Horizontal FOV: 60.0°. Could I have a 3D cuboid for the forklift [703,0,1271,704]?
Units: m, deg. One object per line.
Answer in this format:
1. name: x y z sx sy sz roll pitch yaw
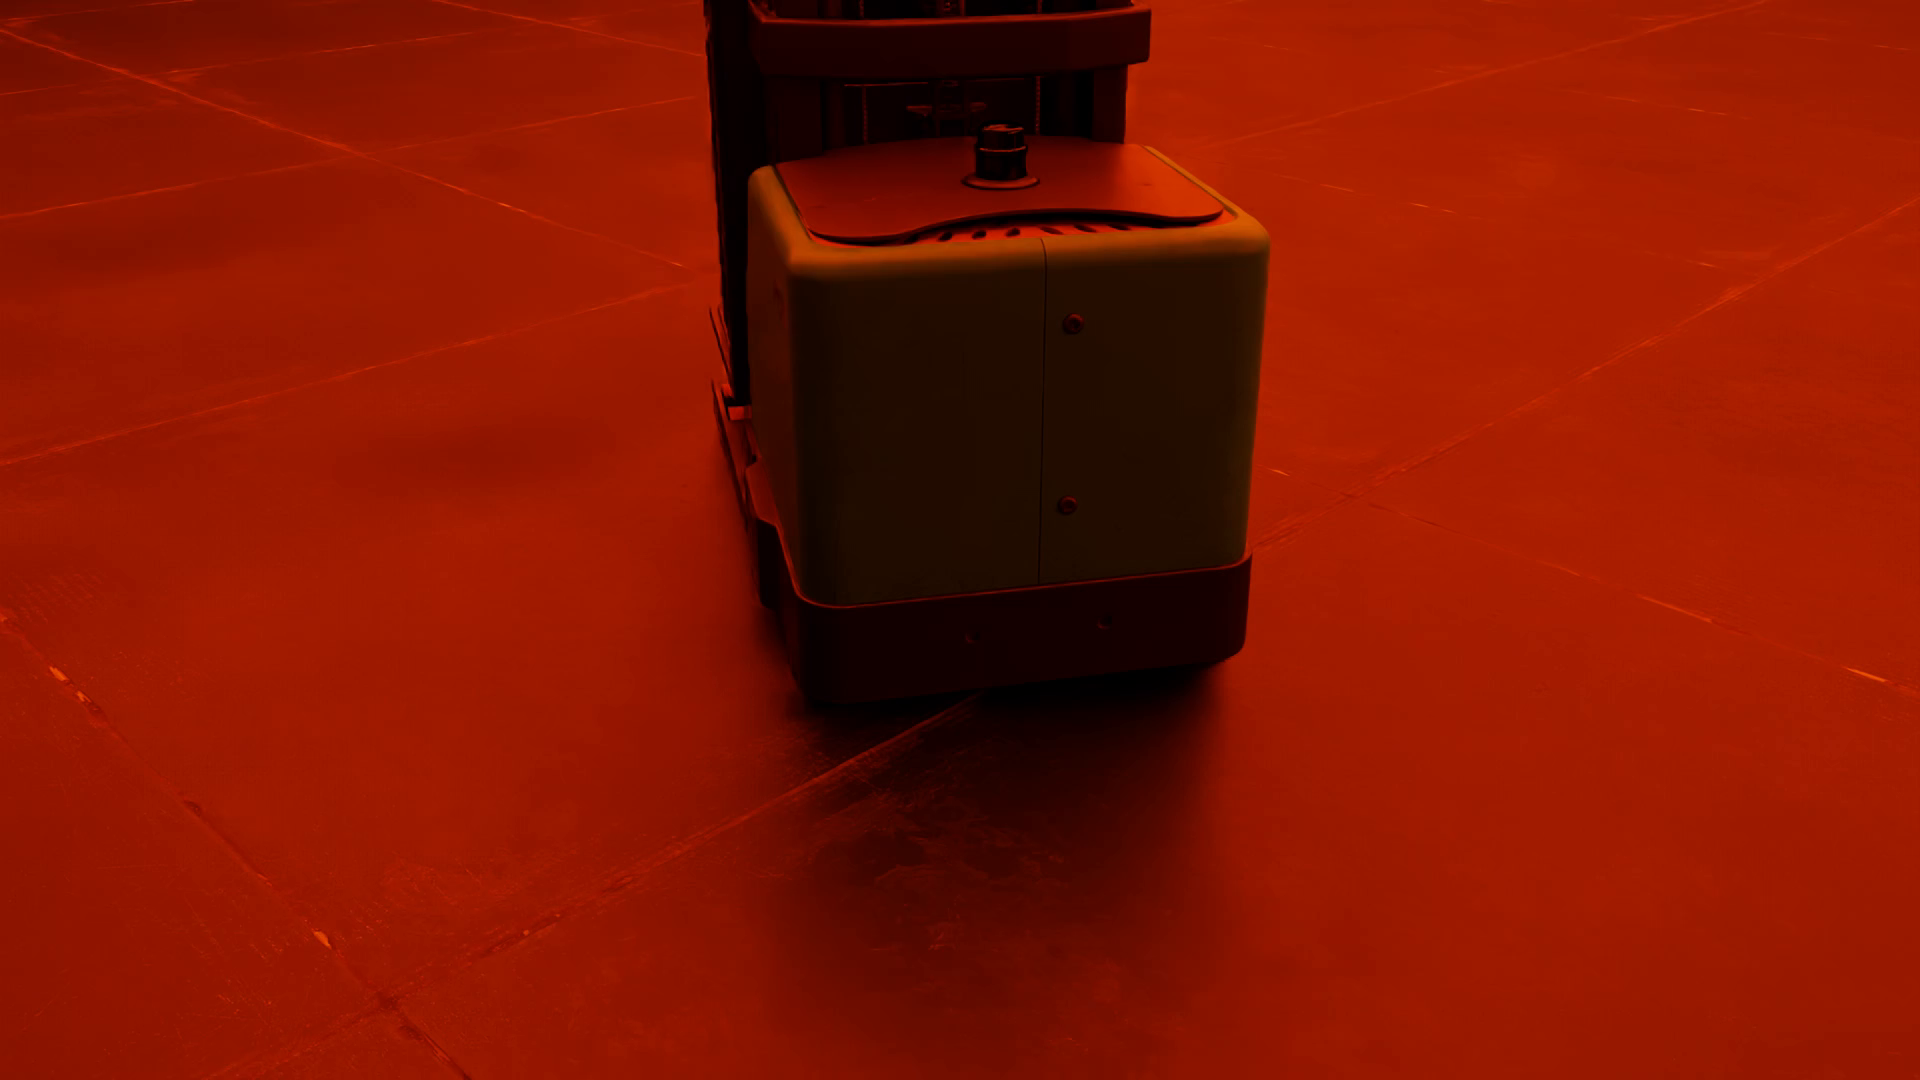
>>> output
1. forklift: -0.157 -1.583 4.442 1.130 2.935 3.031 -6 27 -11
